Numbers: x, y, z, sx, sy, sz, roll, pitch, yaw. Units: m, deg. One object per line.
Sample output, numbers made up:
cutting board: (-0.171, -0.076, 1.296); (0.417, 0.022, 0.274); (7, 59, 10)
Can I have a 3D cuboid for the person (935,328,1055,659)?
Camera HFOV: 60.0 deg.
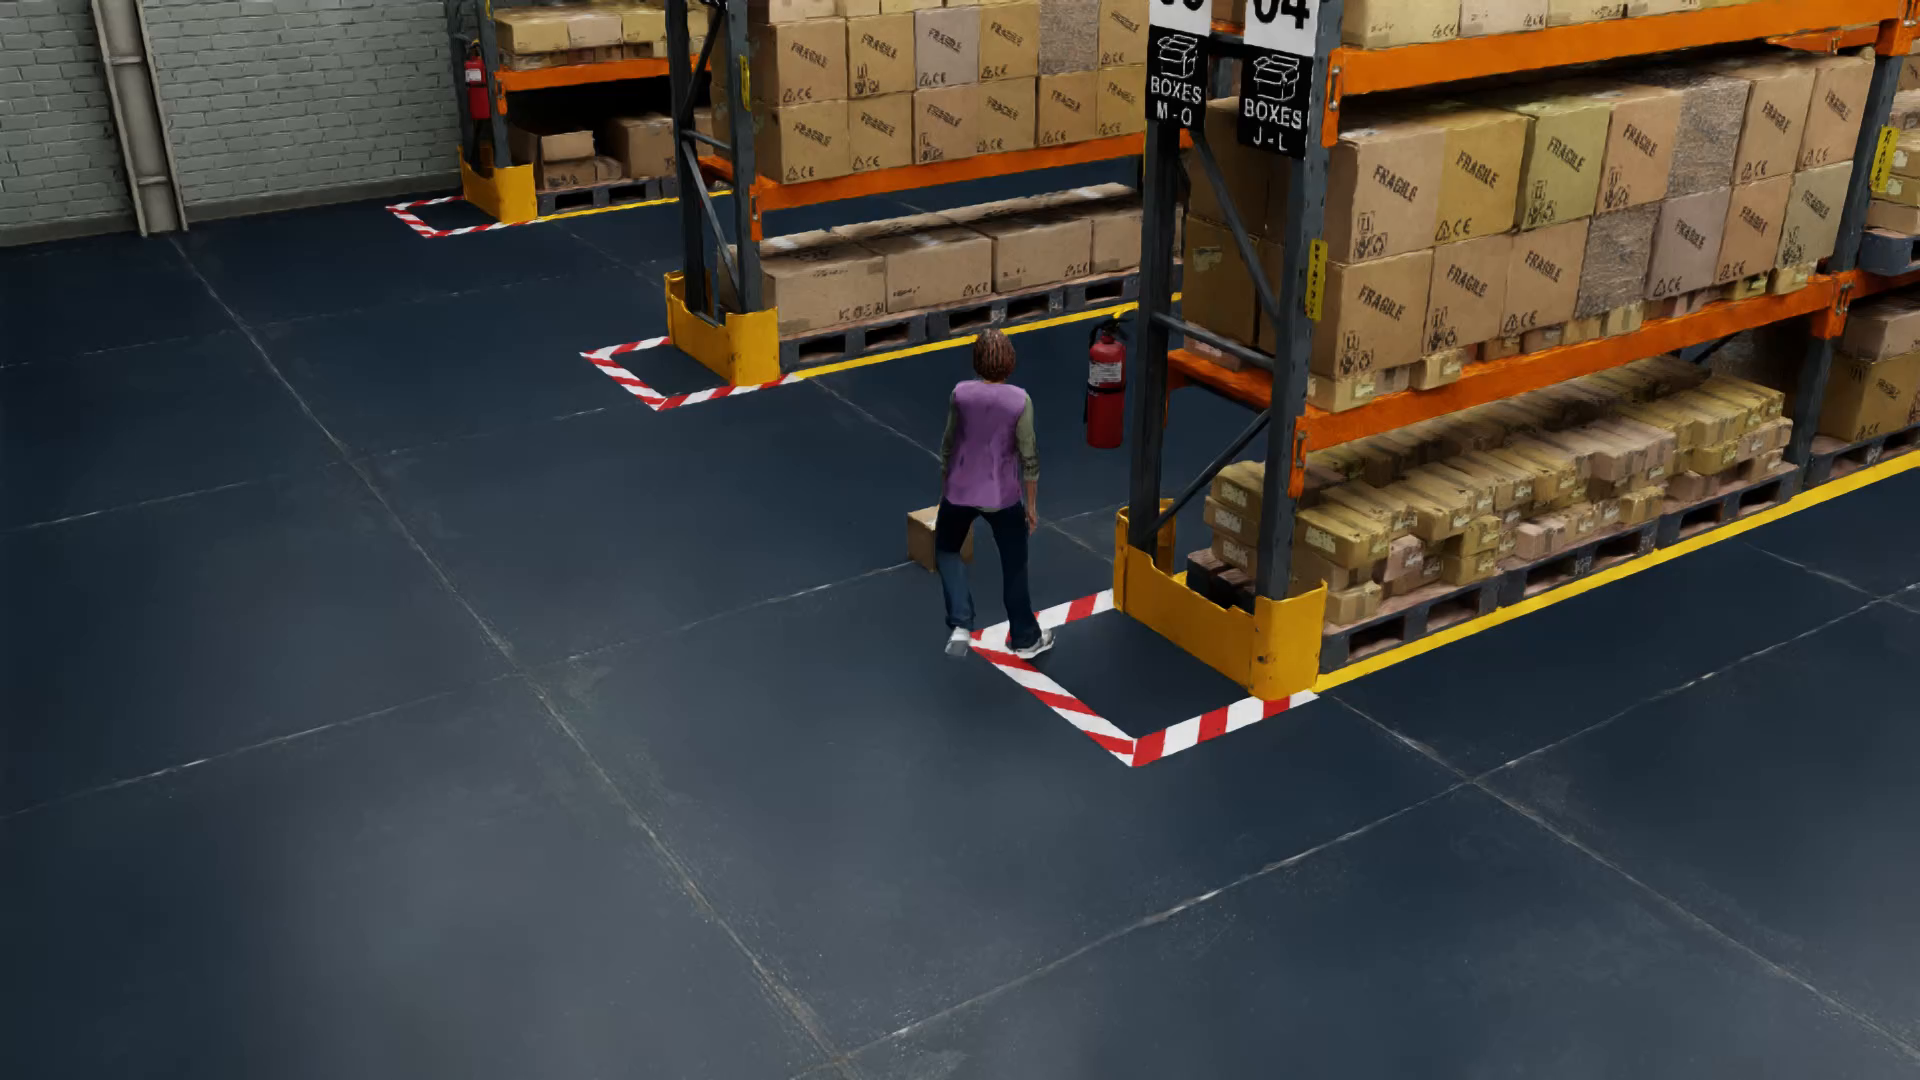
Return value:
person: (0.147, -0.108, 7.428); (0.559, 1.487, 0.498); (3, 26, 6)
